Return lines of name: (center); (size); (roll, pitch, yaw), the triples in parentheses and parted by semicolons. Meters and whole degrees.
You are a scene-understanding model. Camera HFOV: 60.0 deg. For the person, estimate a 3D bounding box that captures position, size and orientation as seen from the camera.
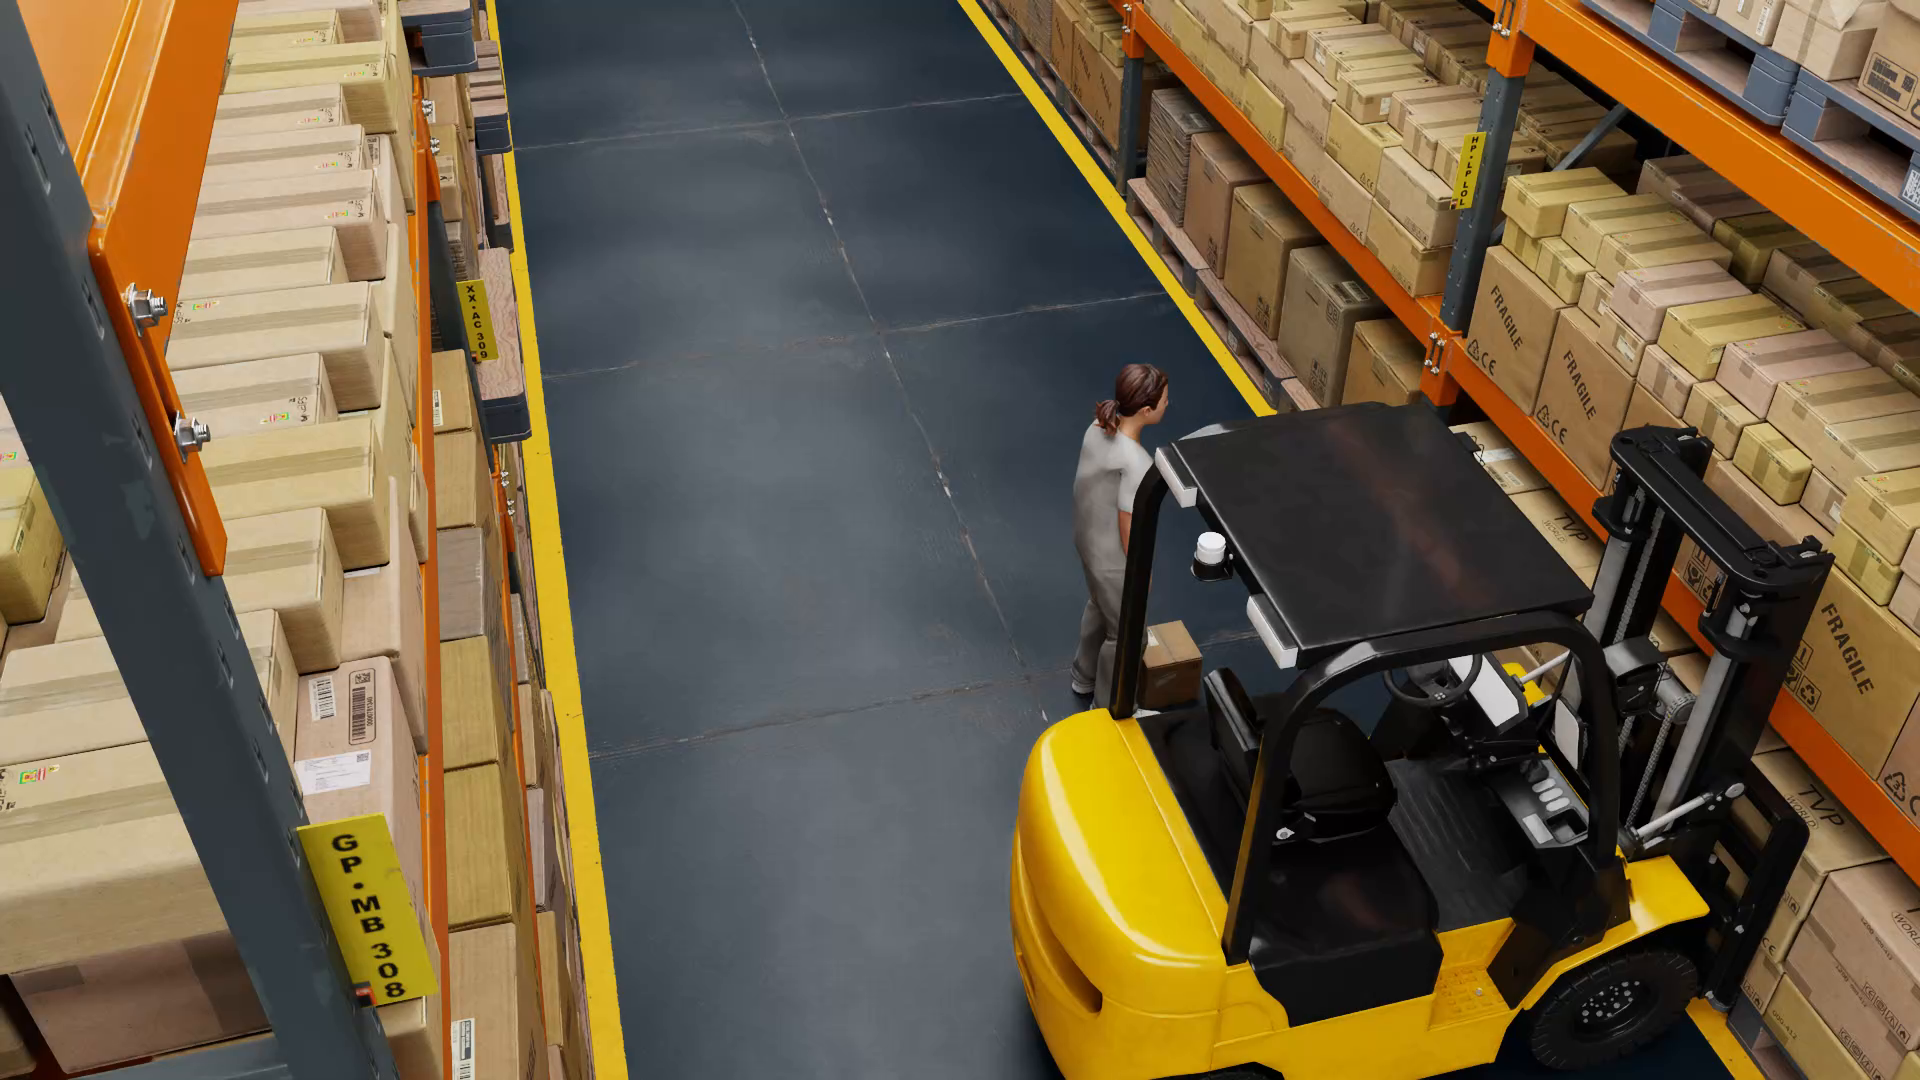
person: (0.637, 0.031, 6.675); (0.358, 1.672, 0.485); (-10, 39, -12)
